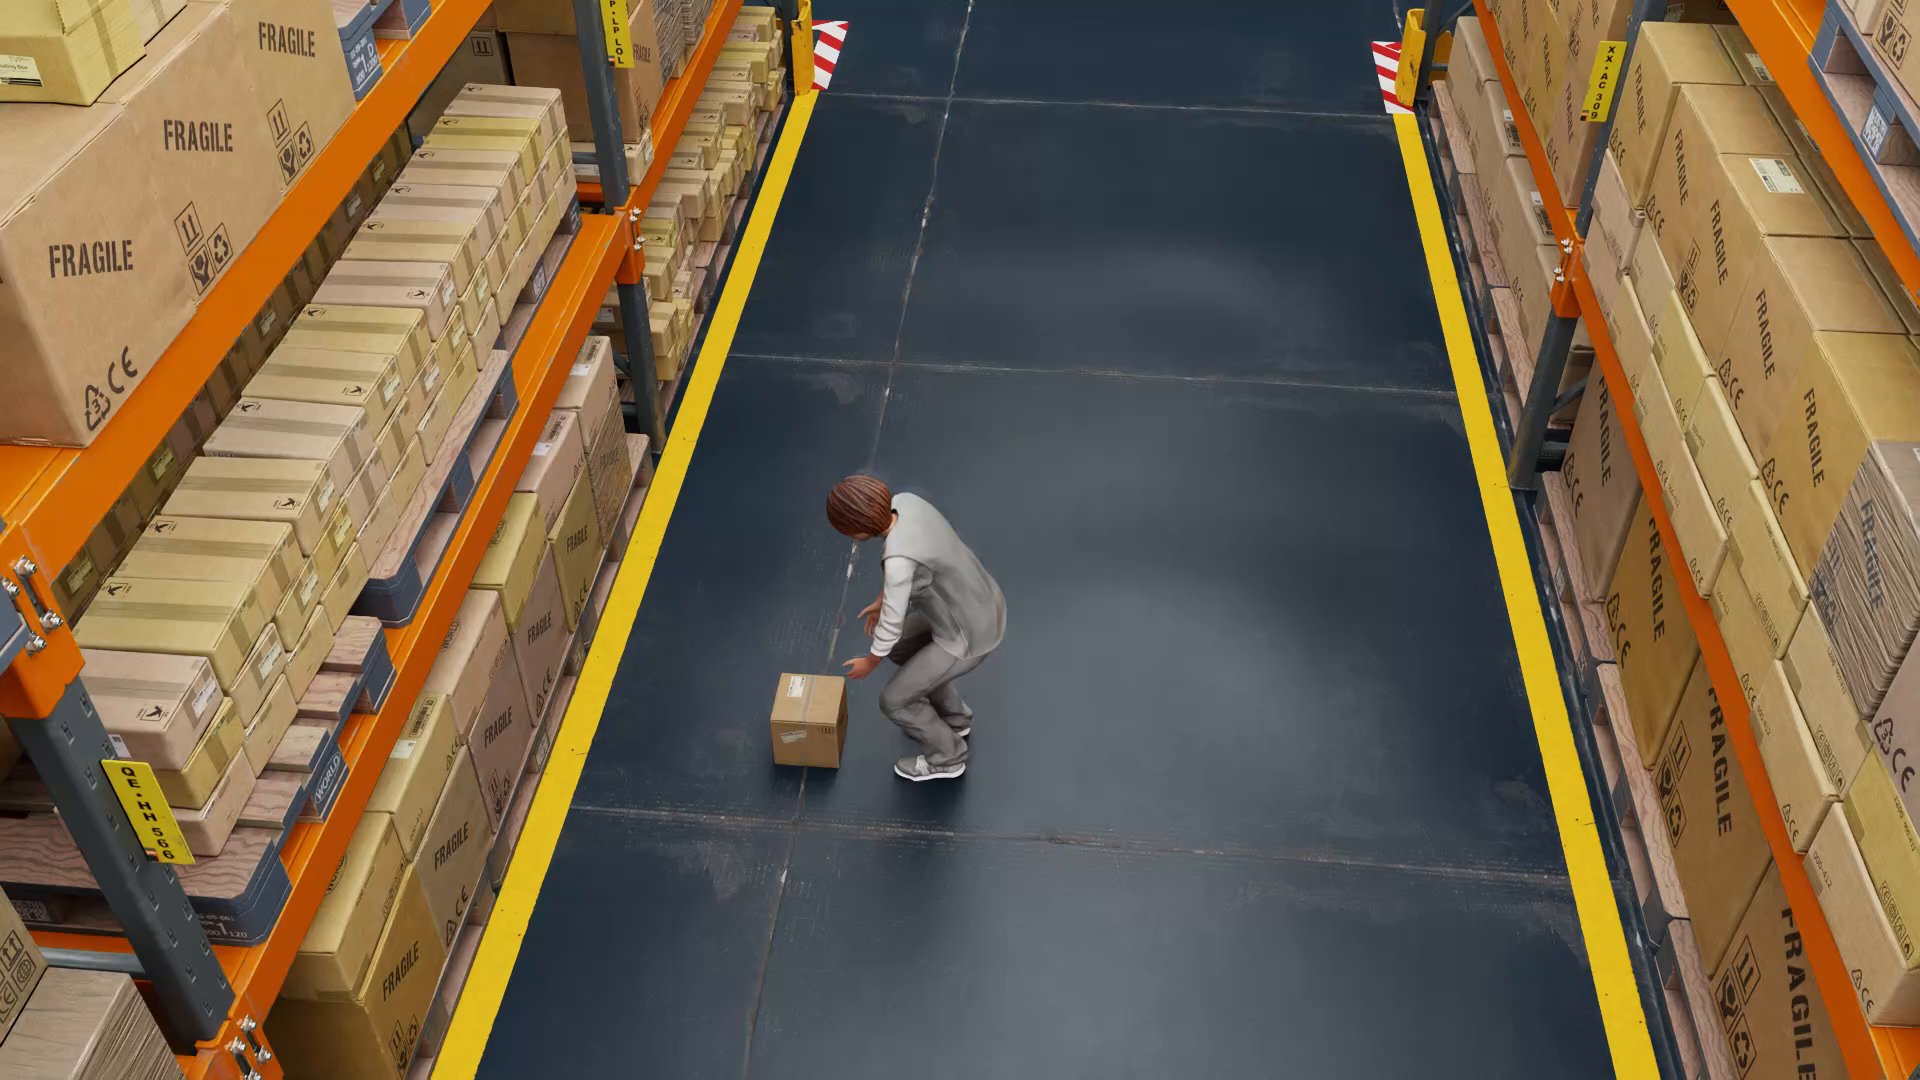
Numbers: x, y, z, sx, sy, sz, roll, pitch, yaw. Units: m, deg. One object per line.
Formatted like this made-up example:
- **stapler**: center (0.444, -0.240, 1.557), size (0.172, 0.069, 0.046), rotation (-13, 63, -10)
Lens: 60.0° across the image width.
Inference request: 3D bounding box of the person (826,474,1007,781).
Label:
- **person**: center (-0.143, 0.332, 5.985), size (0.621, 1.336, 0.461), rotation (3, 41, 4)
